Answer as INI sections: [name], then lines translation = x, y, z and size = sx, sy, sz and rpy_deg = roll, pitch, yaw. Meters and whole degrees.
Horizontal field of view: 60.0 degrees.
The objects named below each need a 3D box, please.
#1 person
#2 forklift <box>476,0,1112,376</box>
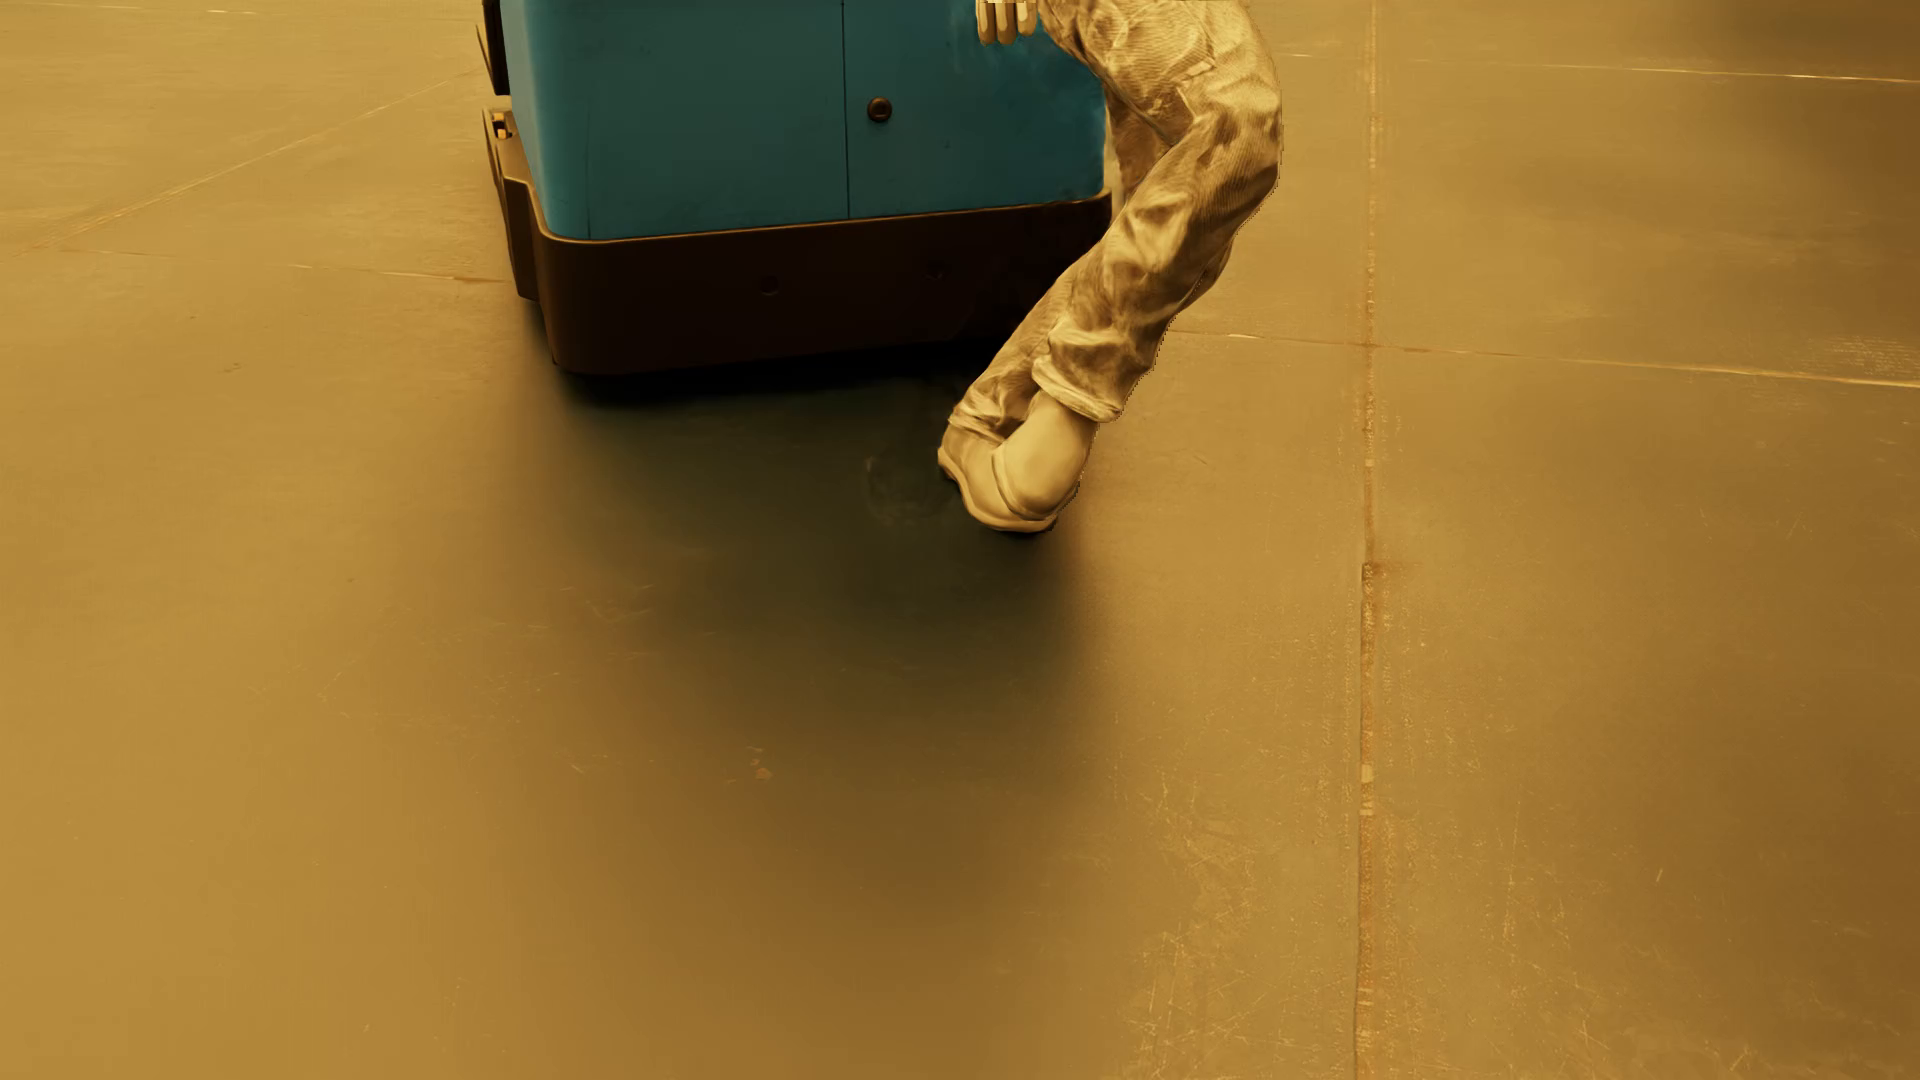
[person]
translation = 0.411, -0.756, 2.321
size = 1.009, 1.535, 0.925
rpy_deg = -24, 35, -39
[forklift]
translation = -0.636, -2.240, 3.687
size = 1.130, 2.935, 3.031
rpy_deg = -8, 28, -15
